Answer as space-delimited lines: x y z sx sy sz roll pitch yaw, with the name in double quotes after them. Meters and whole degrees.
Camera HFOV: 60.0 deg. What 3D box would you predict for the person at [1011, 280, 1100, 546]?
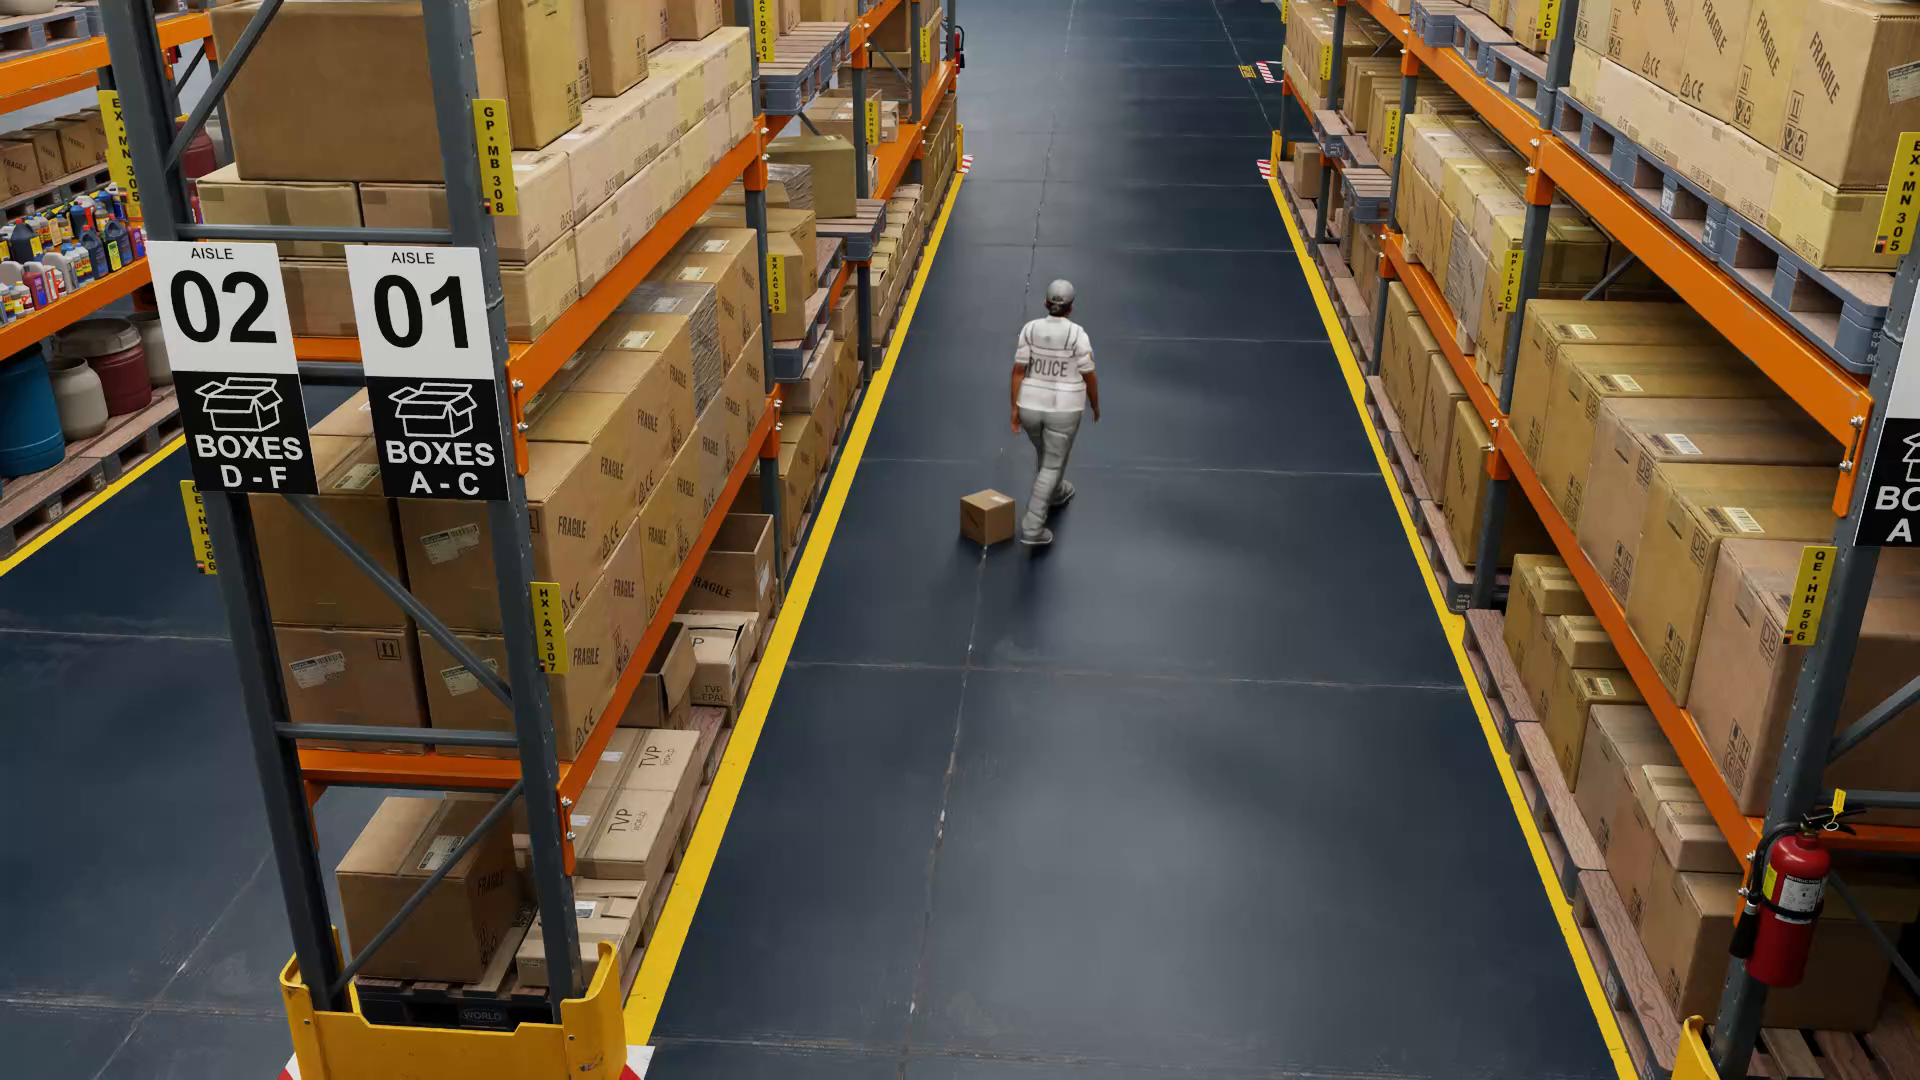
0.594 -0.840 10.414 0.494 1.588 1.070 14 28 27 "person"
